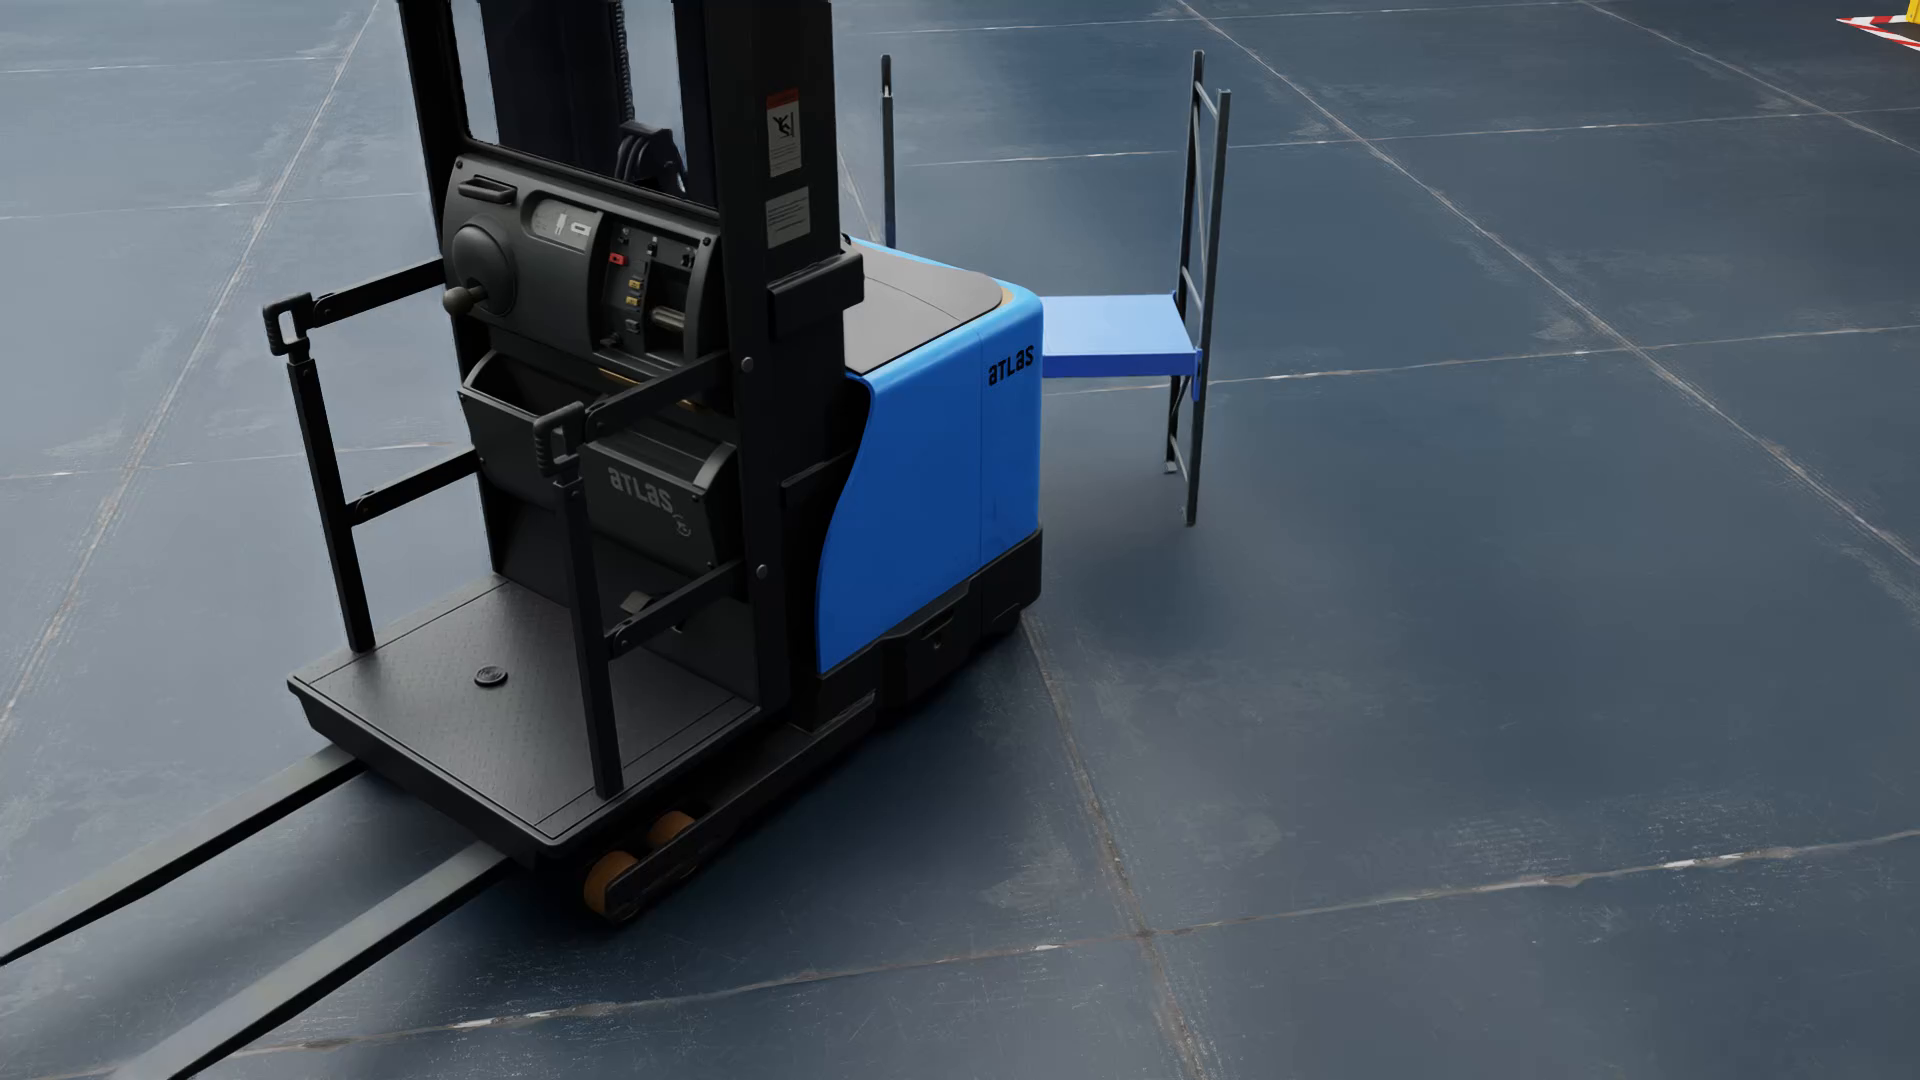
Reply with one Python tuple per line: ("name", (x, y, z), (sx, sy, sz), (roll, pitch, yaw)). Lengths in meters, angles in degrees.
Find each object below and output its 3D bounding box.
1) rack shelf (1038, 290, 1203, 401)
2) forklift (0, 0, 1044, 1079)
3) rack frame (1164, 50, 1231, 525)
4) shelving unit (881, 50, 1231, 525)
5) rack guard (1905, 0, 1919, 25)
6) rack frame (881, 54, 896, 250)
("rack shelf", (0.280, -0.657, 5.659), (1.000, 0.185, 0.538), (-1, 30, -2))
("forklift", (-1.052, -0.616, 3.821), (1.130, 2.935, 3.031), (22, 37, 32))
("rack frame", (0.788, -0.824, 5.589), (0.032, 1.500, 0.500), (-1, 30, -2))
("shelving unit", (0.280, -0.812, 5.568), (1.048, 1.500, 0.538), (-1, 30, -2))
("rack guard", (7.144, -3.745, 11.541), (0.348, 0.500, 1.175), (-5, 31, -9))
("rack frame", (-0.228, -0.800, 5.547), (0.032, 1.500, 0.500), (-1, 30, -2))
